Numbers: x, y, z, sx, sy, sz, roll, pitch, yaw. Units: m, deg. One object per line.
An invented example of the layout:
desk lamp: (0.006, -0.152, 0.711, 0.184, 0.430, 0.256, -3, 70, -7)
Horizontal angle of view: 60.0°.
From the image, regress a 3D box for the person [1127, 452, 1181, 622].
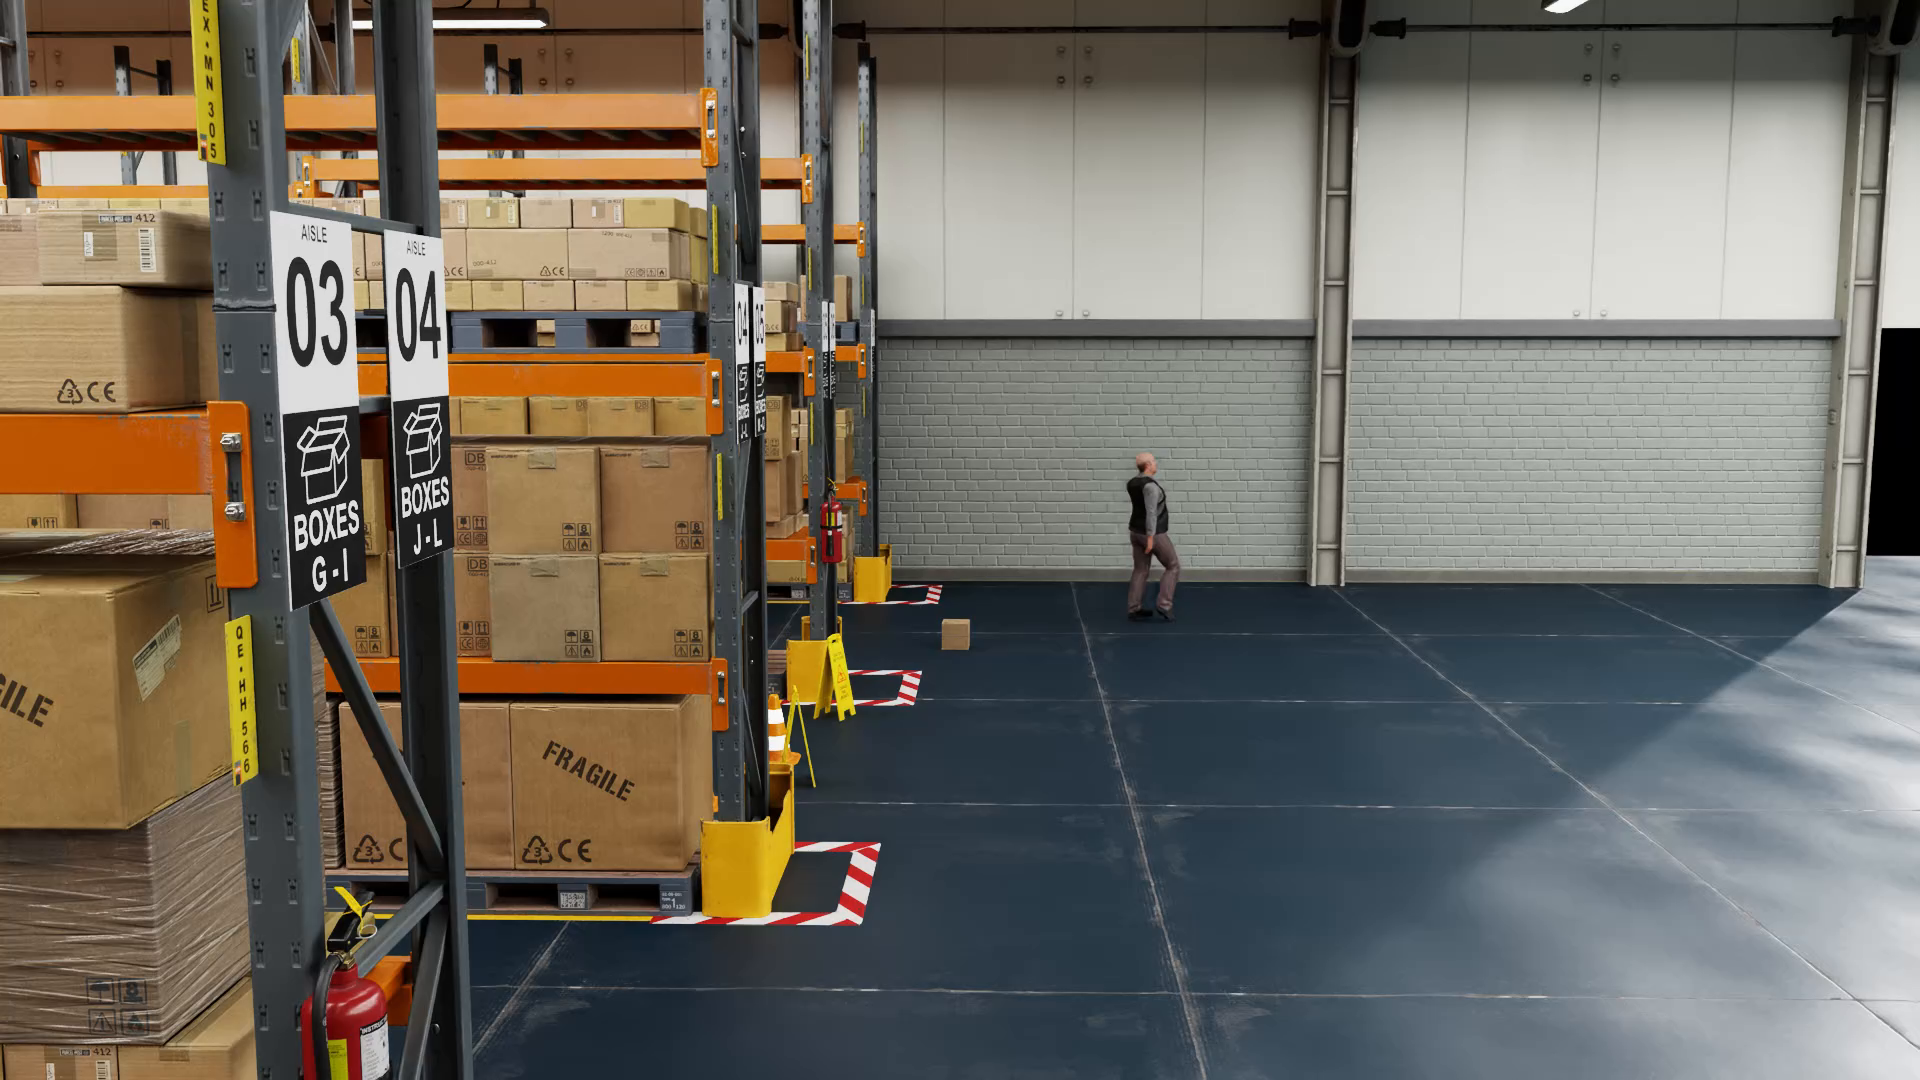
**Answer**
person: (1.968, -0.013, 17.077, 0.525, 1.780, 0.540, -4, 8, -27)
